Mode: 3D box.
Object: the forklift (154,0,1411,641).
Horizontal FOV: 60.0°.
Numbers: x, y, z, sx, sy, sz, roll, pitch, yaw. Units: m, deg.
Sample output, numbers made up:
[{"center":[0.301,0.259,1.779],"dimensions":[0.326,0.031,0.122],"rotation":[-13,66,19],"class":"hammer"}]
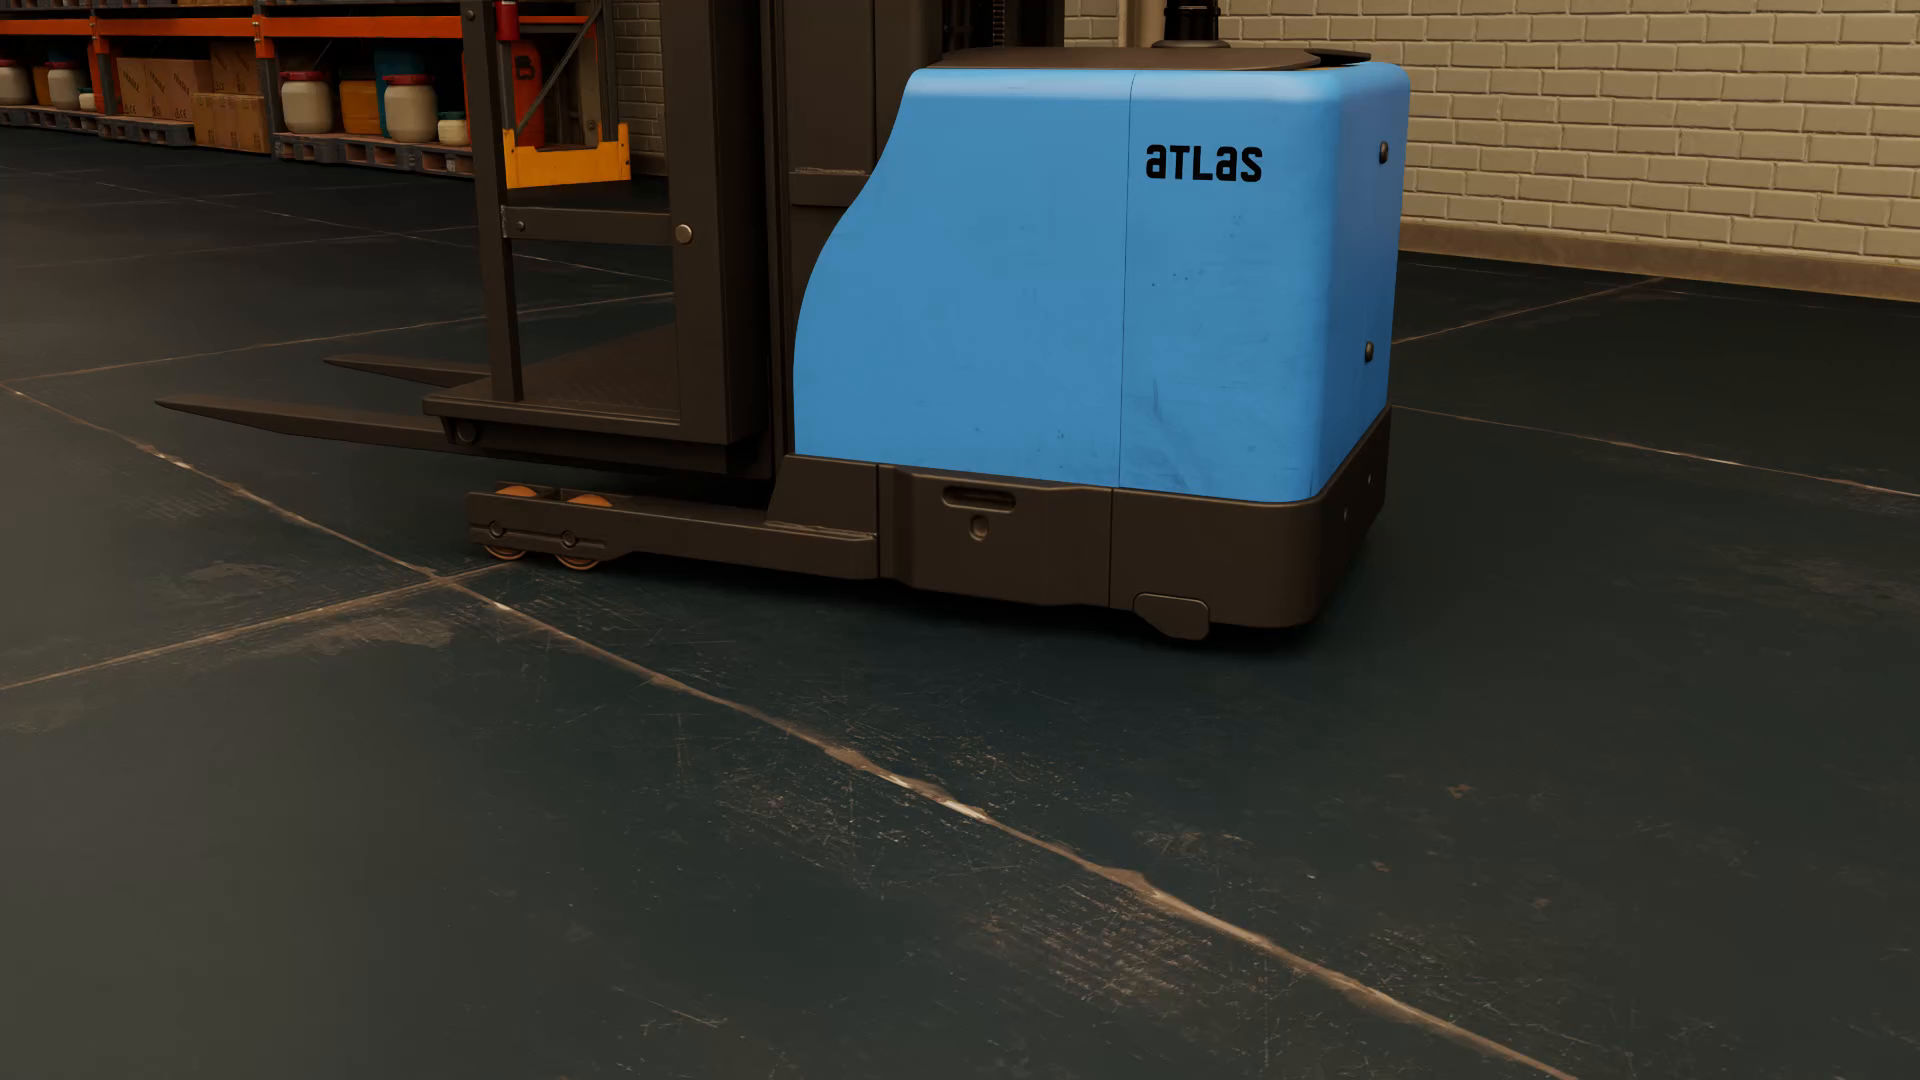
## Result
[{"center":[-0.563,-1.469,3.684],"dimensions":[3.031,2.935,1.130],"rotation":[7,18,21],"class":"forklift"}]
